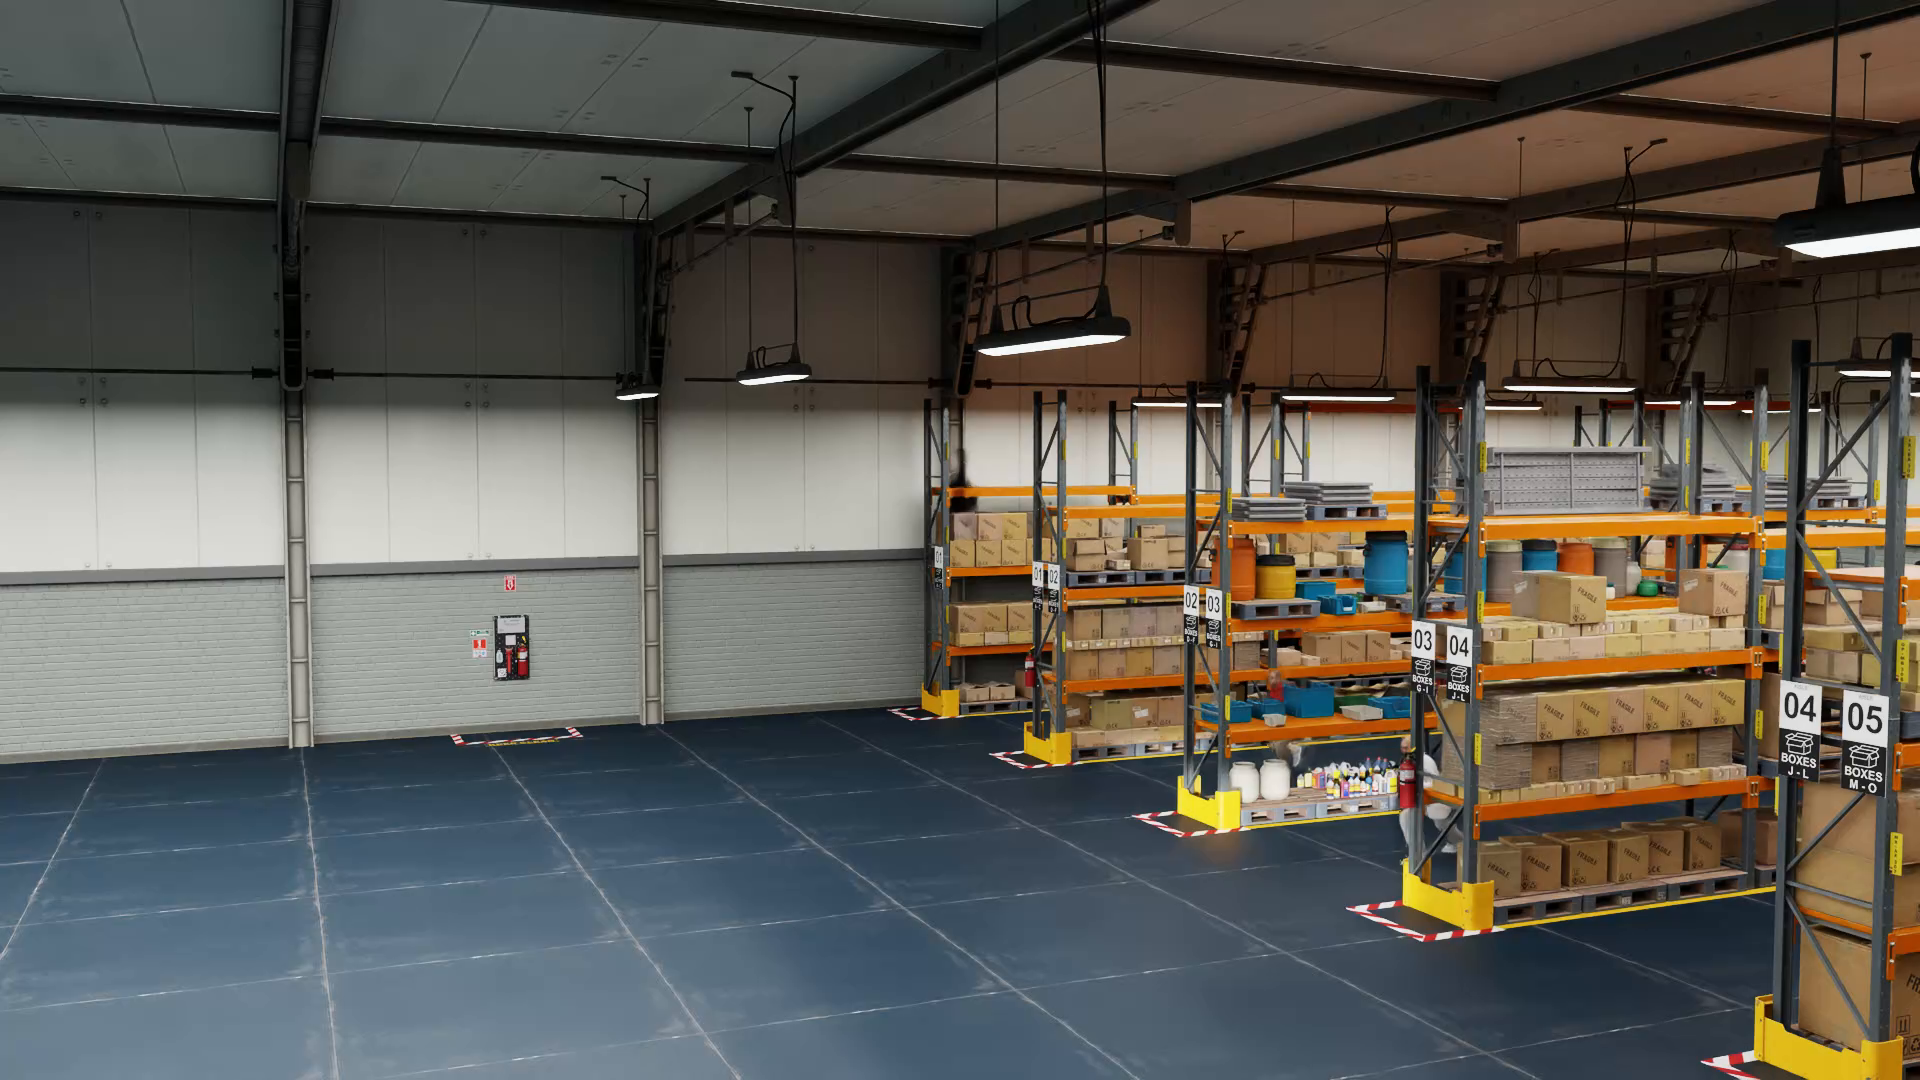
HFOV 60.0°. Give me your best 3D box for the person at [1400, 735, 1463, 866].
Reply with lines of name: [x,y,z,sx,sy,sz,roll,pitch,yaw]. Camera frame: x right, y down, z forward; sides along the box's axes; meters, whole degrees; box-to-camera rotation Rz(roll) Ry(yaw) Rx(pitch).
person: [5.838,3.168,20.439,1.138,1.612,0.691,-2,4,-26]

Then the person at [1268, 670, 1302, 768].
person: [5.061,2.832,25.728,0.719,1.667,0.643,-2,4,-31]
